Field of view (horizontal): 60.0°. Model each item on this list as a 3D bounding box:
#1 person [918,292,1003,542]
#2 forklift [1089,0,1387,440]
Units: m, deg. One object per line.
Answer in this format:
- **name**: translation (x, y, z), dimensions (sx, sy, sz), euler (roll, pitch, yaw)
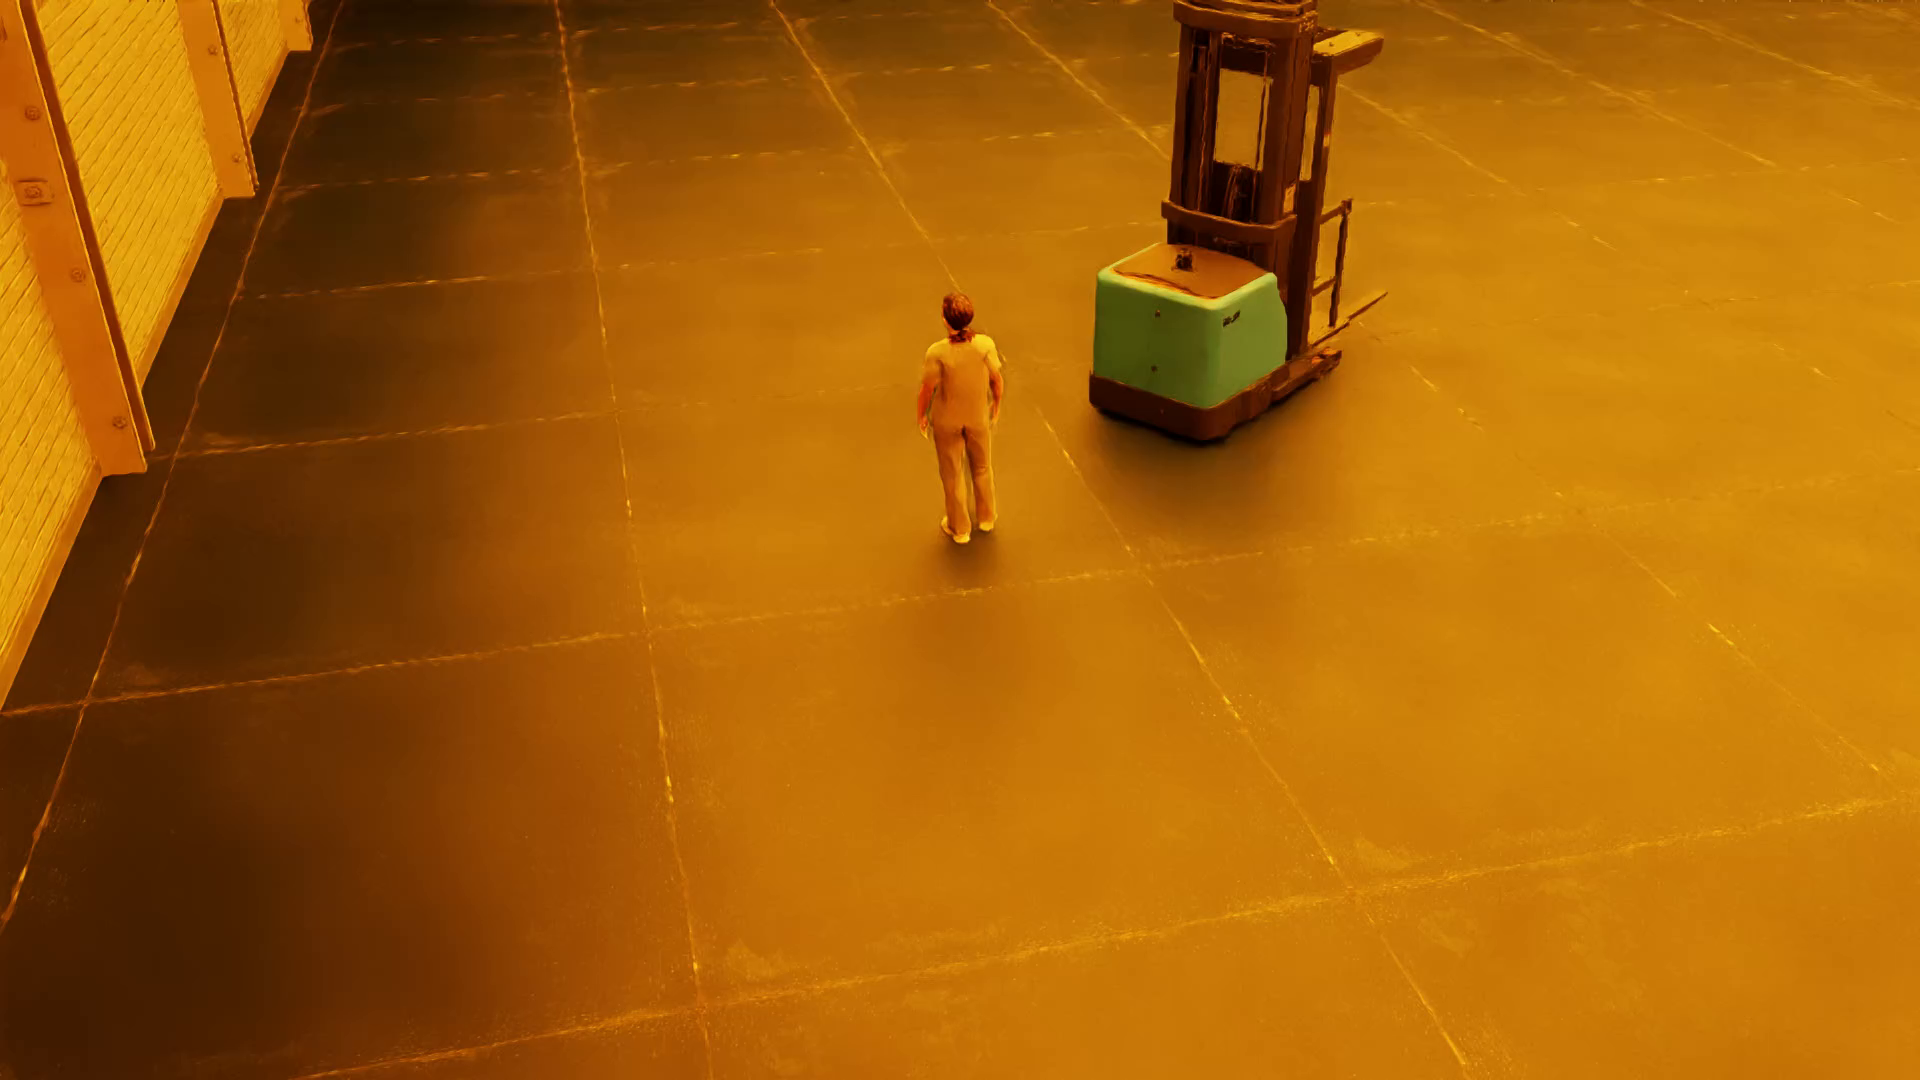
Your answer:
- **person**: translation (-0.006, -0.768, 10.151), dimensions (0.550, 1.663, 0.532), euler (-7, 31, -12)
- **forklift**: translation (2.266, -2.632, 12.121), dimensions (1.130, 2.935, 3.031), euler (22, 37, 33)
